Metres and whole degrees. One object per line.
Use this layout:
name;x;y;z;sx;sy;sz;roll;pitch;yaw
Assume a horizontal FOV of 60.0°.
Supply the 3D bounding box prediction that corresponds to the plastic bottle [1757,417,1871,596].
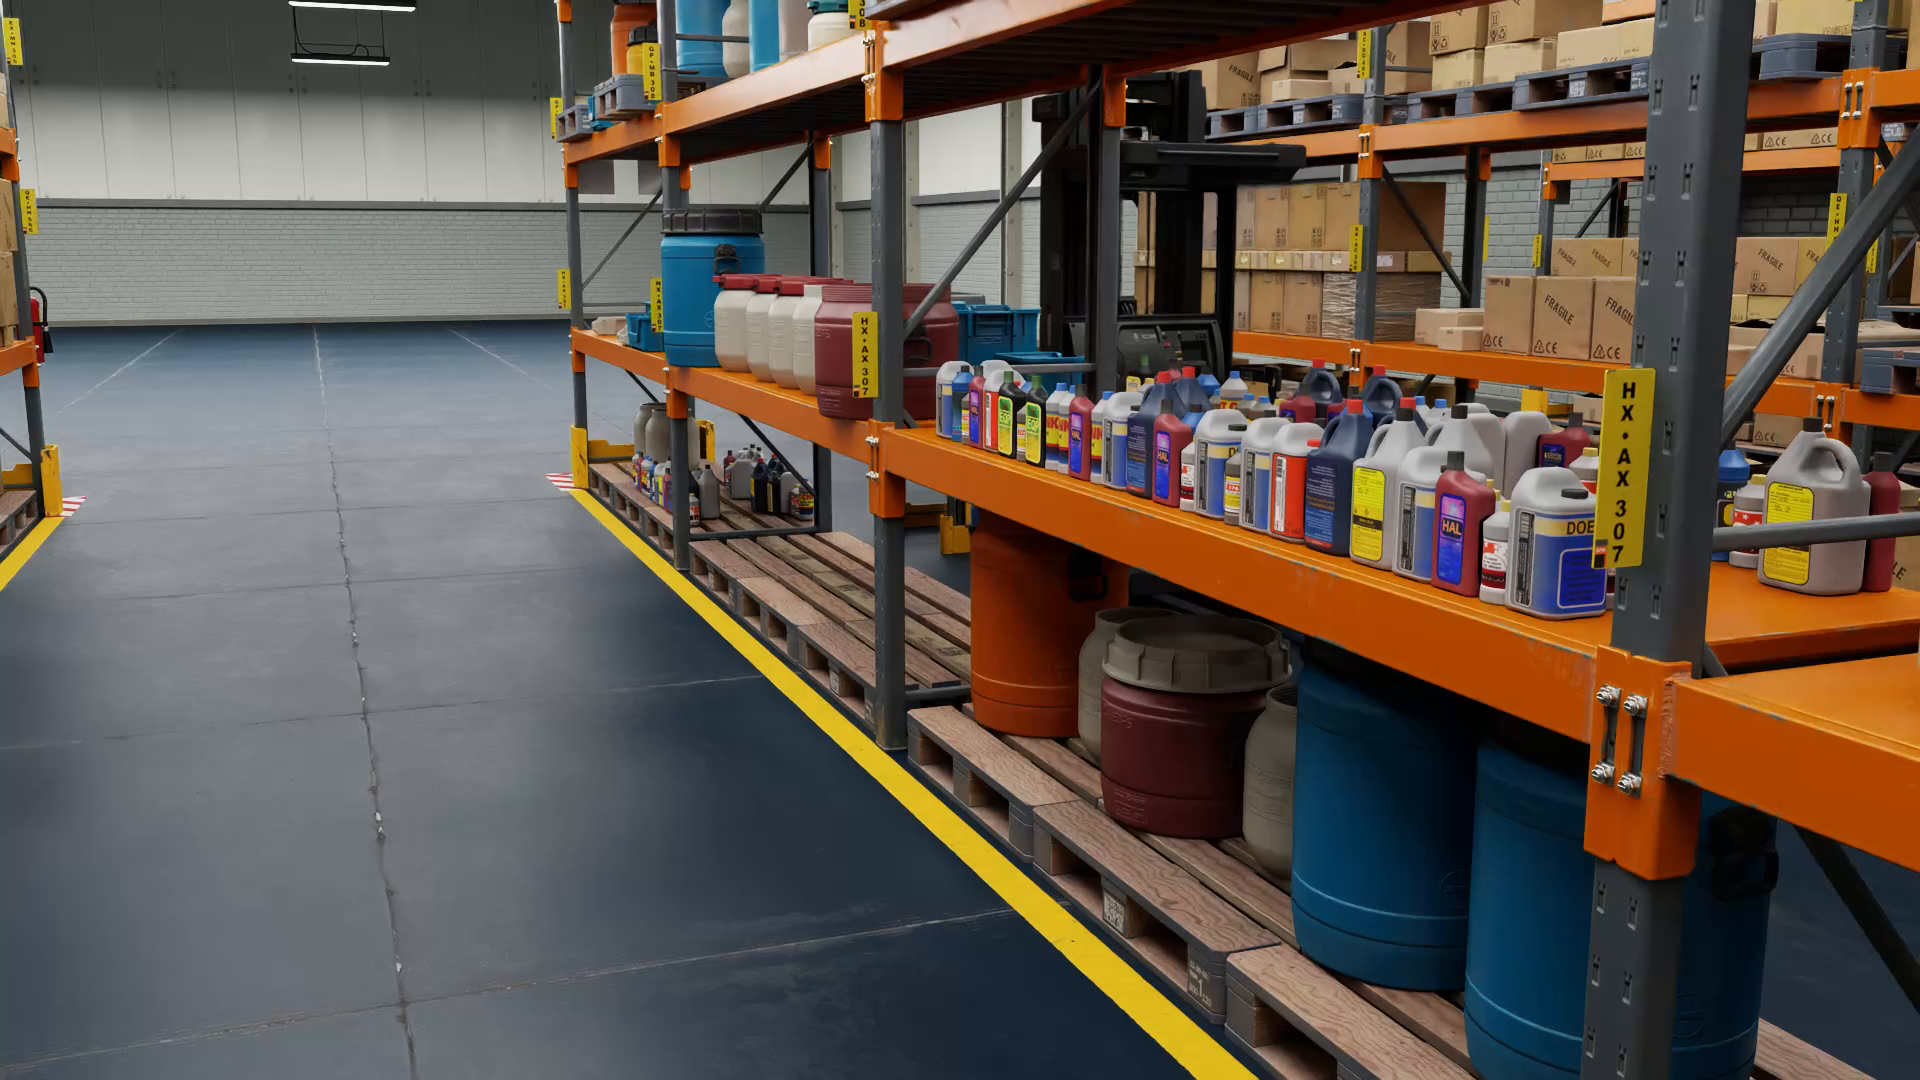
plastic bottle;1.756;-0.074;3.412;0.144;0.351;0.185;-4;11;-21

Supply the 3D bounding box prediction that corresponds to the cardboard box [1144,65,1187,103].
cardboard box;2.070;-3.995;14.857;0.797;0.503;0.637;-3;11;-17

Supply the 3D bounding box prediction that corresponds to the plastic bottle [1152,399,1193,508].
plastic bottle;0.577;-0.237;4.519;0.061;0.283;0.133;-4;11;-21

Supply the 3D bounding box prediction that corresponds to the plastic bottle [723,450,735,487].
plastic bottle;-1.712;-0.530;12.334;0.061;0.283;0.133;-4;11;-21

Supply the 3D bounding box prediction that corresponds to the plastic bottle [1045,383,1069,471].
plastic bottle;0.318;-0.356;5.226;0.097;0.271;0.097;0;10;0

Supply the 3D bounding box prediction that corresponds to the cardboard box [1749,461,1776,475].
cardboard box;4.650;-0.299;9.585;0.500;0.311;0.500;-4;11;-22

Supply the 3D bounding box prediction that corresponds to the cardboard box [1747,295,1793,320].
cardboard box;7.304;-2.024;14.605;0.500;0.250;0.500;-4;11;-21

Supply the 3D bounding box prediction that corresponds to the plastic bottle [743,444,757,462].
plastic bottle;-1.499;-0.521;12.089;0.144;0.351;0.185;-3;11;-19

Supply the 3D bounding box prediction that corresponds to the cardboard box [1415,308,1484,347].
cardboard box;3.534;-1.482;11.613;0.500;0.250;0.500;-3;11;-17

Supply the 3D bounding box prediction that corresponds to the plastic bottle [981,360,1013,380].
plastic bottle;0.144;-0.524;6.155;0.152;0.276;0.135;-4;11;-21

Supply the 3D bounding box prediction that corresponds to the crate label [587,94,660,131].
crate label;-2.382;-3.049;11.858;0.502;0.251;0.408;-4;11;-21

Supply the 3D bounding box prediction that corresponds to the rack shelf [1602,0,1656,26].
rack shelf;7.206;-4.872;15.180;1.077;0.370;4.000;-4;11;-21

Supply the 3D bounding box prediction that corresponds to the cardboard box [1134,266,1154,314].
cardboard box;2.023;-2.258;15.265;0.700;0.500;0.500;-4;11;-21

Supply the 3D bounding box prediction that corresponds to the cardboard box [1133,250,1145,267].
cardboard box;1.807;-2.577;15.205;0.380;0.149;0.250;-4;11;-21

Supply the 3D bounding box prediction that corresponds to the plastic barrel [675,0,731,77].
plastic barrel;-1.564;-3.419;10.881;0.600;0.901;0.708;-4;11;-21

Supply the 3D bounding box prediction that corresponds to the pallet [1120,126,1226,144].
pallet;2.097;-3.602;14.794;1.003;0.211;1.213;-4;11;-21

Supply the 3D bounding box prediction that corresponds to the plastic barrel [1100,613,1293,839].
plastic barrel;0.749;0.577;5.297;0.600;0.588;0.708;-4;11;-21

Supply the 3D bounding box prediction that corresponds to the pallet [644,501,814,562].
pallet;-1.508;-0.059;11.148;1.003;0.211;1.213;-4;11;-21

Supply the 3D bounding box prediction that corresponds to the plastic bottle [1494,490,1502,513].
plastic bottle;1.093;-0.002;3.436;0.097;0.201;0.097;0;10;0

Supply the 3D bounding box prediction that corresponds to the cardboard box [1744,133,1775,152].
cardboard box;7.110;-3.722;14.873;0.500;0.500;0.500;-4;11;-23

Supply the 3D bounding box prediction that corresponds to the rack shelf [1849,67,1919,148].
rack shelf;5.489;-1.776;6.331;1.077;0.370;4.000;-4;11;-21

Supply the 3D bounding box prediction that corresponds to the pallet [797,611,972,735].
pallet;-0.098;0.577;7.571;1.003;0.211;1.213;-4;11;-21

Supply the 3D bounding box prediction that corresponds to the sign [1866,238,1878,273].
sign;7.428;-2.339;13.531;0.100;0.325;0.005;-4;11;-21

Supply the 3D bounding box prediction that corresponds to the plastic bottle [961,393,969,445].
plastic bottle;0.054;-0.441;5.902;0.097;0.201;0.097;0;10;0

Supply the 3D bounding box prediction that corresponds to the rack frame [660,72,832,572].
rack frame;-1.303;-1.319;10.273;1.000;3.000;0.127;-4;11;-21

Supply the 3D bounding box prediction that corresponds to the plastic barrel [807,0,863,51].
plastic barrel;-0.532;-2.268;7.435;0.301;0.262;0.301;0;10;0

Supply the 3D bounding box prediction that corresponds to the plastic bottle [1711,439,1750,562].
plastic bottle;1.718;-0.093;3.743;0.097;0.271;0.097;0;10;0

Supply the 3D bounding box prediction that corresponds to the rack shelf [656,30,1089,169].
rack shelf;-0.578;-2.116;8.238;1.077;0.370;4.000;-4;11;-21

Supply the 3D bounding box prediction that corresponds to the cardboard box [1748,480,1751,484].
cardboard box;4.345;-0.179;8.914;0.500;0.311;0.500;-4;11;-19

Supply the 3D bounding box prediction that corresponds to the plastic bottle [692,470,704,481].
plastic bottle;-1.746;-0.327;11.213;0.152;0.276;0.135;-4;11;-21

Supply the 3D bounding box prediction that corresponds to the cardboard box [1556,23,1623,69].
cardboard box;3.951;-2.927;9.974;0.500;0.250;0.500;-5;11;-26

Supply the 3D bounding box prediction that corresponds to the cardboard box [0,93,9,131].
cardboard box;-6.958;-2.998;11.575;0.500;0.250;0.500;-4;11;-20

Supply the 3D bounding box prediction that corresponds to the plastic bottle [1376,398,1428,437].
plastic bottle;1.025;-0.158;3.884;0.144;0.351;0.185;-4;11;-21

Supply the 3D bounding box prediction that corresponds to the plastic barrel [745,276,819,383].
plastic barrel;-0.895;-1.097;8.631;0.433;0.535;0.433;0;10;0

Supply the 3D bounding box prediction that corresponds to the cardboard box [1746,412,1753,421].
cardboard box;7.074;-1.252;15.777;0.700;0.500;0.500;-5;11;-24

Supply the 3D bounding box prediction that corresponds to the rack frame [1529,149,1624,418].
rack frame;6.481;-2.601;17.478;1.000;3.000;0.127;-4;11;-21

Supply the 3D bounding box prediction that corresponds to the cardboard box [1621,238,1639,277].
cardboard box;6.725;-2.643;15.945;0.500;0.500;0.500;-4;11;-23

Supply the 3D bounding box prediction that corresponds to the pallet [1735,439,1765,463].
pallet;7.208;-0.882;15.776;1.003;0.211;1.213;-4;11;-21

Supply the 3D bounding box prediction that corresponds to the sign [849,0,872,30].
sign;-0.364;-2.056;6.146;0.100;0.325;0.005;-4;11;-21

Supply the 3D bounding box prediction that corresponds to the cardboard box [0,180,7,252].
cardboard box;-6.753;-2.191;11.180;0.500;0.500;0.500;-4;11;-21

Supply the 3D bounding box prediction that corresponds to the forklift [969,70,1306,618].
forklift;1.106;-1.033;8.860;1.130;2.935;3.031;-4;11;-23

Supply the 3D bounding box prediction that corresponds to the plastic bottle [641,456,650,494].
plastic bottle;-2.262;-0.474;12.054;0.097;0.271;0.097;0;10;0

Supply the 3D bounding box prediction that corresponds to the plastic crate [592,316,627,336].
plastic crate;-2.728;-1.676;13.030;0.298;0.136;0.250;-4;11;-21

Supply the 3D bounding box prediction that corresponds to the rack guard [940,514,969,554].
rack guard;0.153;-0.054;11.011;0.587;0.250;0.087;-4;11;-21

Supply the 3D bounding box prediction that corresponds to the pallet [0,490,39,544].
pallet;-7.080;-0.138;11.593;1.003;0.211;1.213;-4;11;-21

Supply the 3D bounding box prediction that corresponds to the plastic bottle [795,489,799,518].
plastic bottle;-1.047;-0.255;11.021;0.097;0.201;0.097;0;10;0

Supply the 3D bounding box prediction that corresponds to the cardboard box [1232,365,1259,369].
cardboard box;2.228;-1.244;14.362;0.500;0.500;0.500;-4;11;-21

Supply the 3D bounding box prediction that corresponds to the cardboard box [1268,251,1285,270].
cardboard box;2.650;-2.199;13.078;0.380;0.149;0.250;-4;11;-21

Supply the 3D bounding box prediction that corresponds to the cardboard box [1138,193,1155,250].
cardboard box;2.042;-2.888;15.103;0.700;0.500;0.500;-4;11;-21

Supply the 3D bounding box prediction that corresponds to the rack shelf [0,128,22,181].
rack shelf;-6.644;-2.454;10.141;1.077;0.370;4.000;-4;11;-21

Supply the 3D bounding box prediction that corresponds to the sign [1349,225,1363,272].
sign;2.798;-2.063;11.754;0.100;0.325;0.005;-4;11;-21

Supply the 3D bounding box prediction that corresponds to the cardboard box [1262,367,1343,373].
cardboard box;2.893;-1.196;14.088;0.500;0.500;0.500;-4;11;-21

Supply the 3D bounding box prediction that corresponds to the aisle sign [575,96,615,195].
aisle sign;-3.052;-3.245;13.677;0.394;0.787;0.004;-4;11;-21

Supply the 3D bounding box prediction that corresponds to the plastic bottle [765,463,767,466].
plastic bottle;-1.366;-0.403;11.657;0.097;0.271;0.097;0;10;0

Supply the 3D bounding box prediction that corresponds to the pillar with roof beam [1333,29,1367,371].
pillar with roof beam;1.354;-6.201;20.589;9.100;9.000;0.400;-4;11;-21

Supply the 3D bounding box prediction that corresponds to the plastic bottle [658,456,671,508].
plastic bottle;-1.992;-0.403;11.427;0.144;0.351;0.185;-4;11;-21

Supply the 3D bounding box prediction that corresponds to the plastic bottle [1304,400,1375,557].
plastic bottle;0.891;-0.149;3.832;0.144;0.351;0.185;-4;11;-21

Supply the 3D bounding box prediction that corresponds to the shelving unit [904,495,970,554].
shelving unit;-0.028;-0.751;11.359;0.587;1.500;1.083;-4;11;-21
